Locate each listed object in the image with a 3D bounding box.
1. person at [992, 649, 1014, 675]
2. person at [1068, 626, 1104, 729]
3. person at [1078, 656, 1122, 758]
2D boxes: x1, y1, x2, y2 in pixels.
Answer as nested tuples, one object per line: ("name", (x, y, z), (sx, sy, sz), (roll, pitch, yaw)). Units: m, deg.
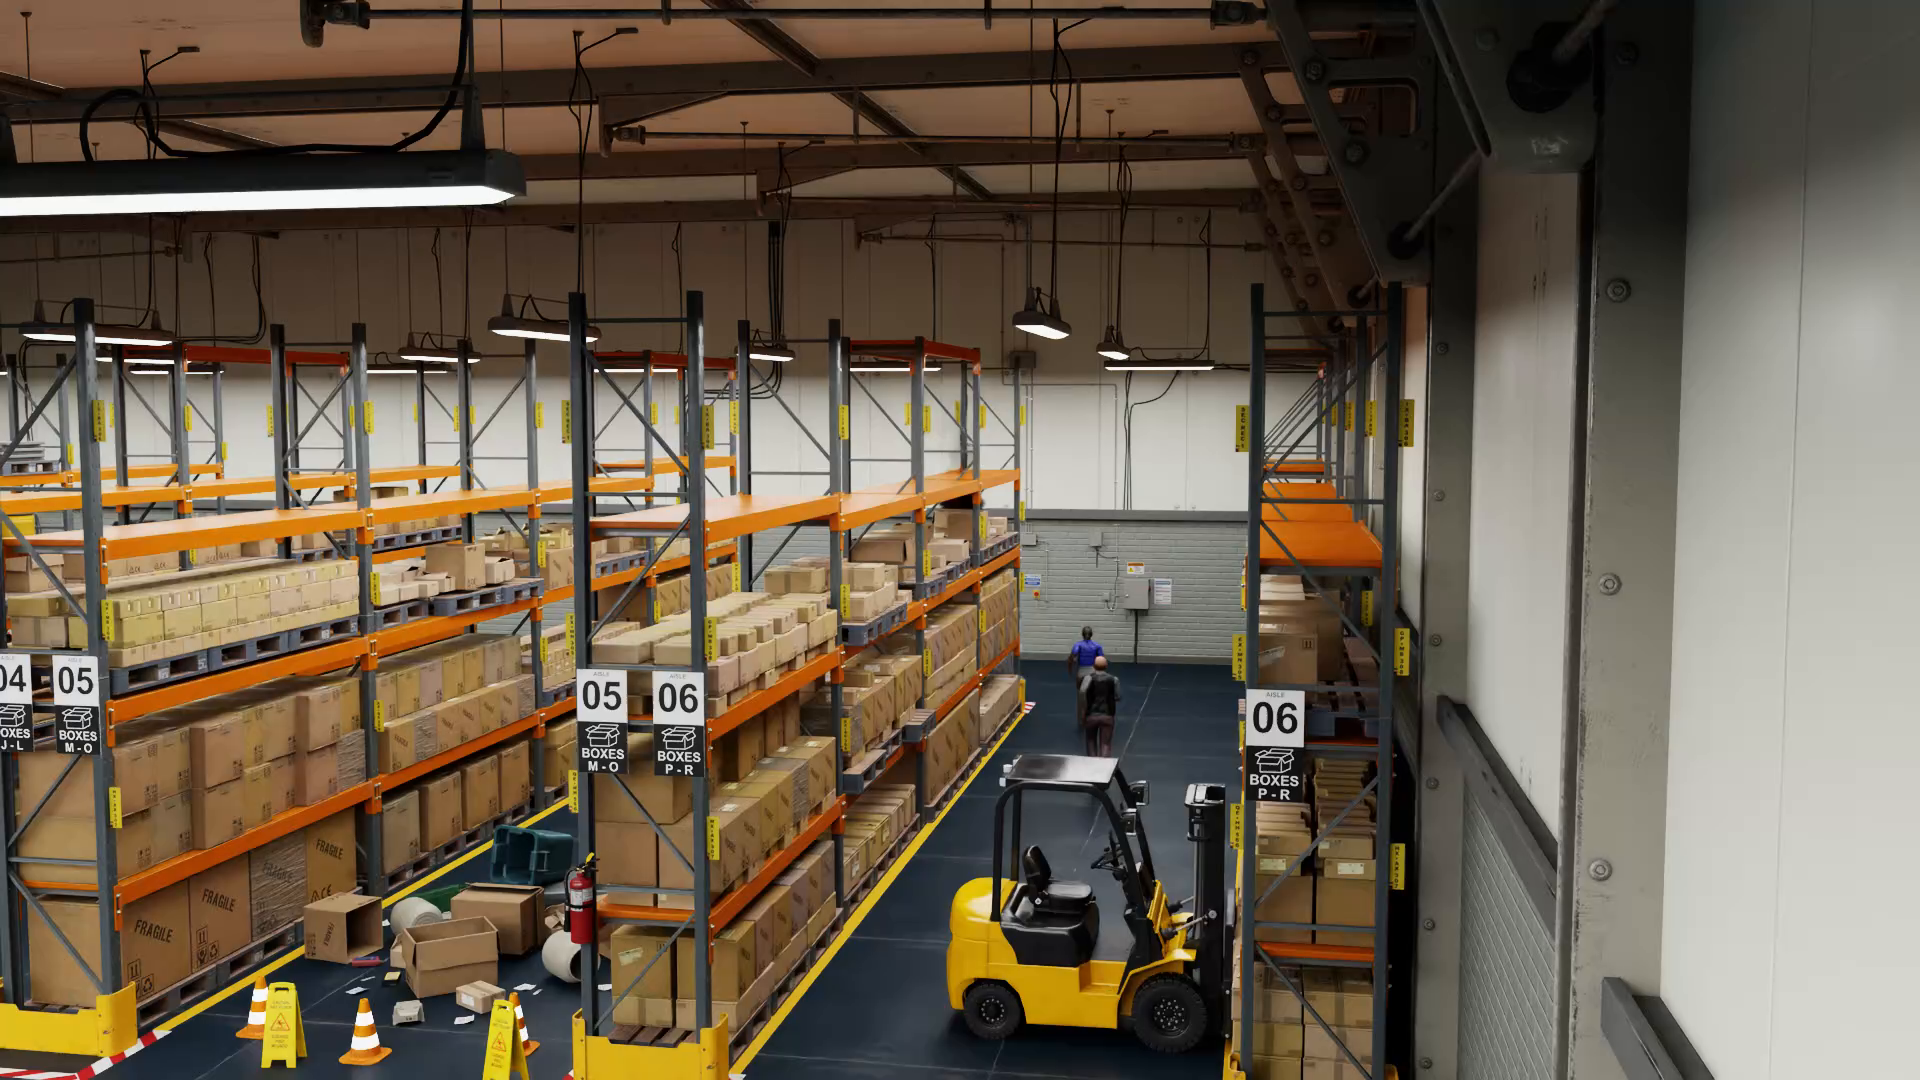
("person", (0.790, 1.952, 29.635), (0.660, 1.646, 0.553), (0, 5, 0))
("person", (2.007, 2.231, 26.404), (0.589, 1.733, 0.758), (0, 5, 1))
("person", (1.925, 2.478, 22.804), (0.600, 1.769, 0.831), (0, 5, 5))
